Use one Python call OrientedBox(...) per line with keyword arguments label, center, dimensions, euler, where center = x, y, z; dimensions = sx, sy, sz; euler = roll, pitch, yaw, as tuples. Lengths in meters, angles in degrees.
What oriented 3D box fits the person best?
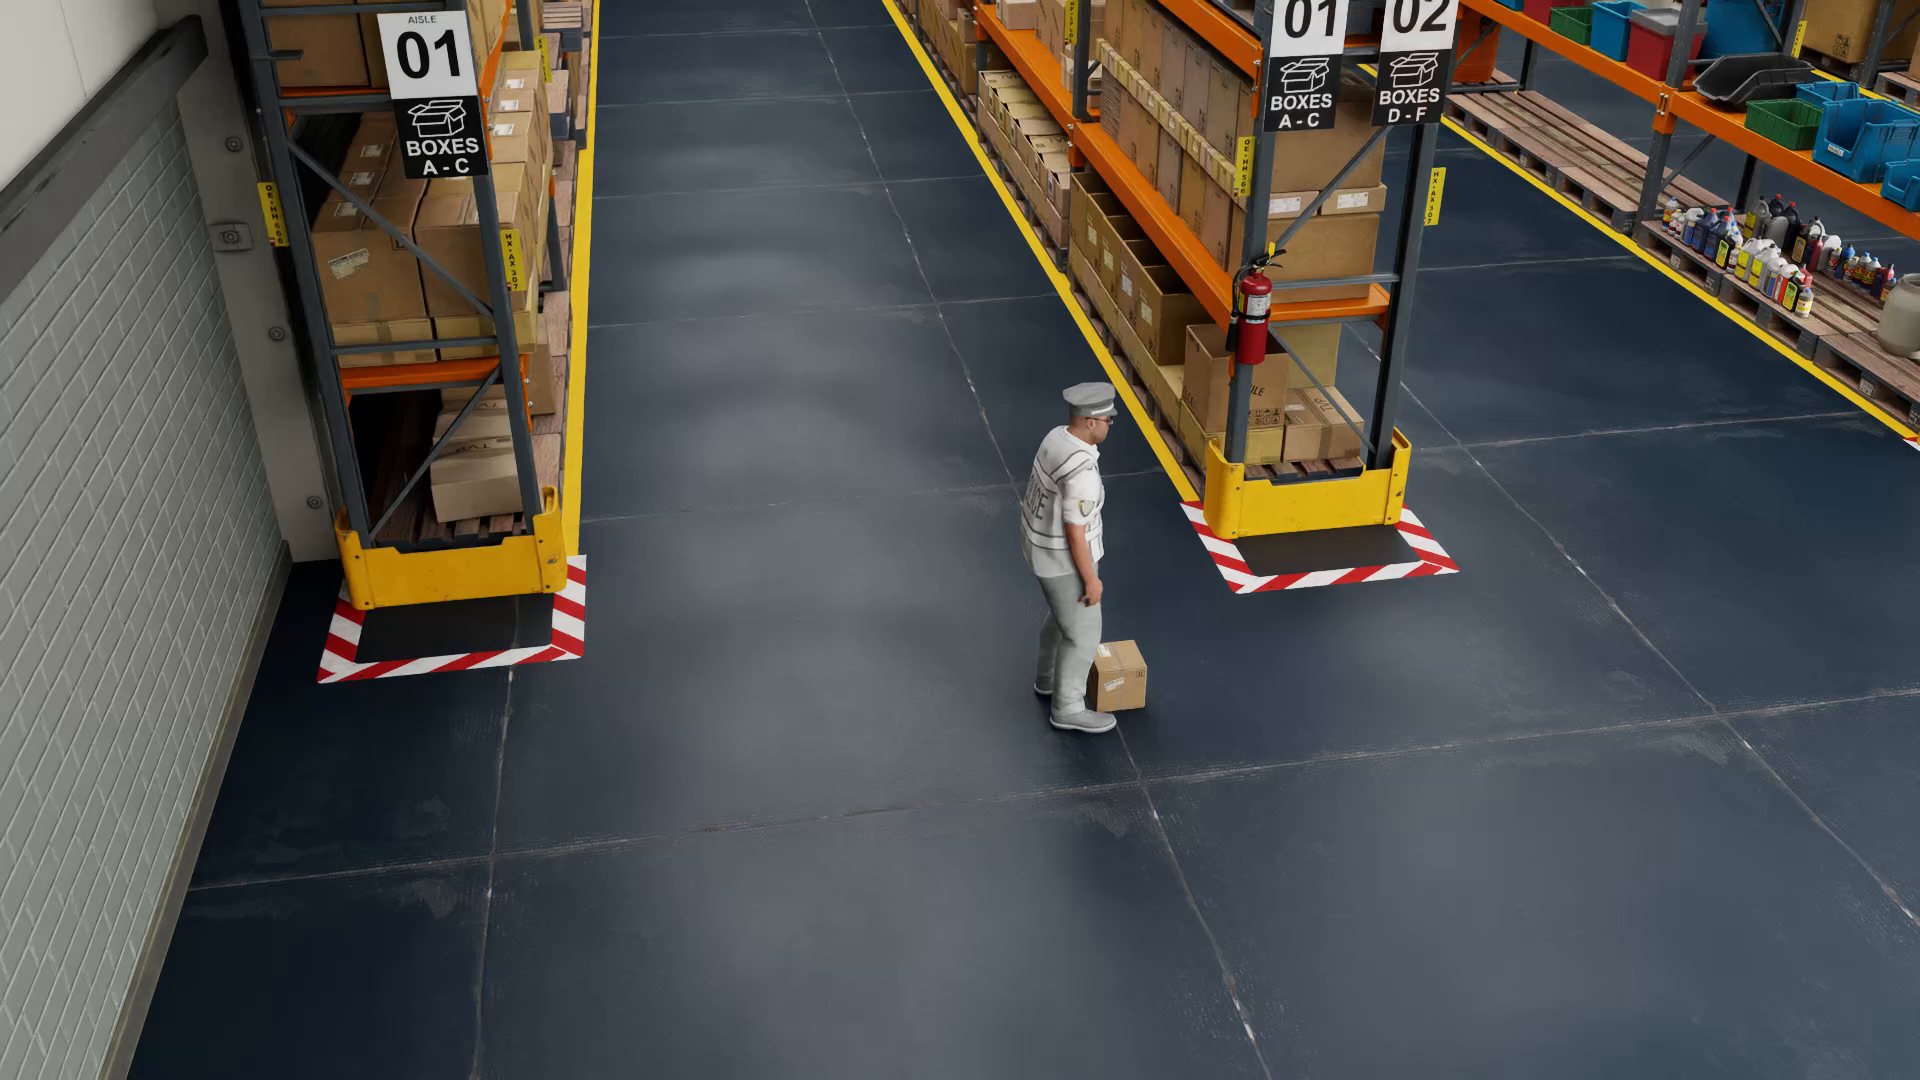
OrientedBox(label="person", center=(0.522, 0.074, 8.004), dimensions=(0.436, 1.748, 0.587), euler=(-5, 31, -9))
